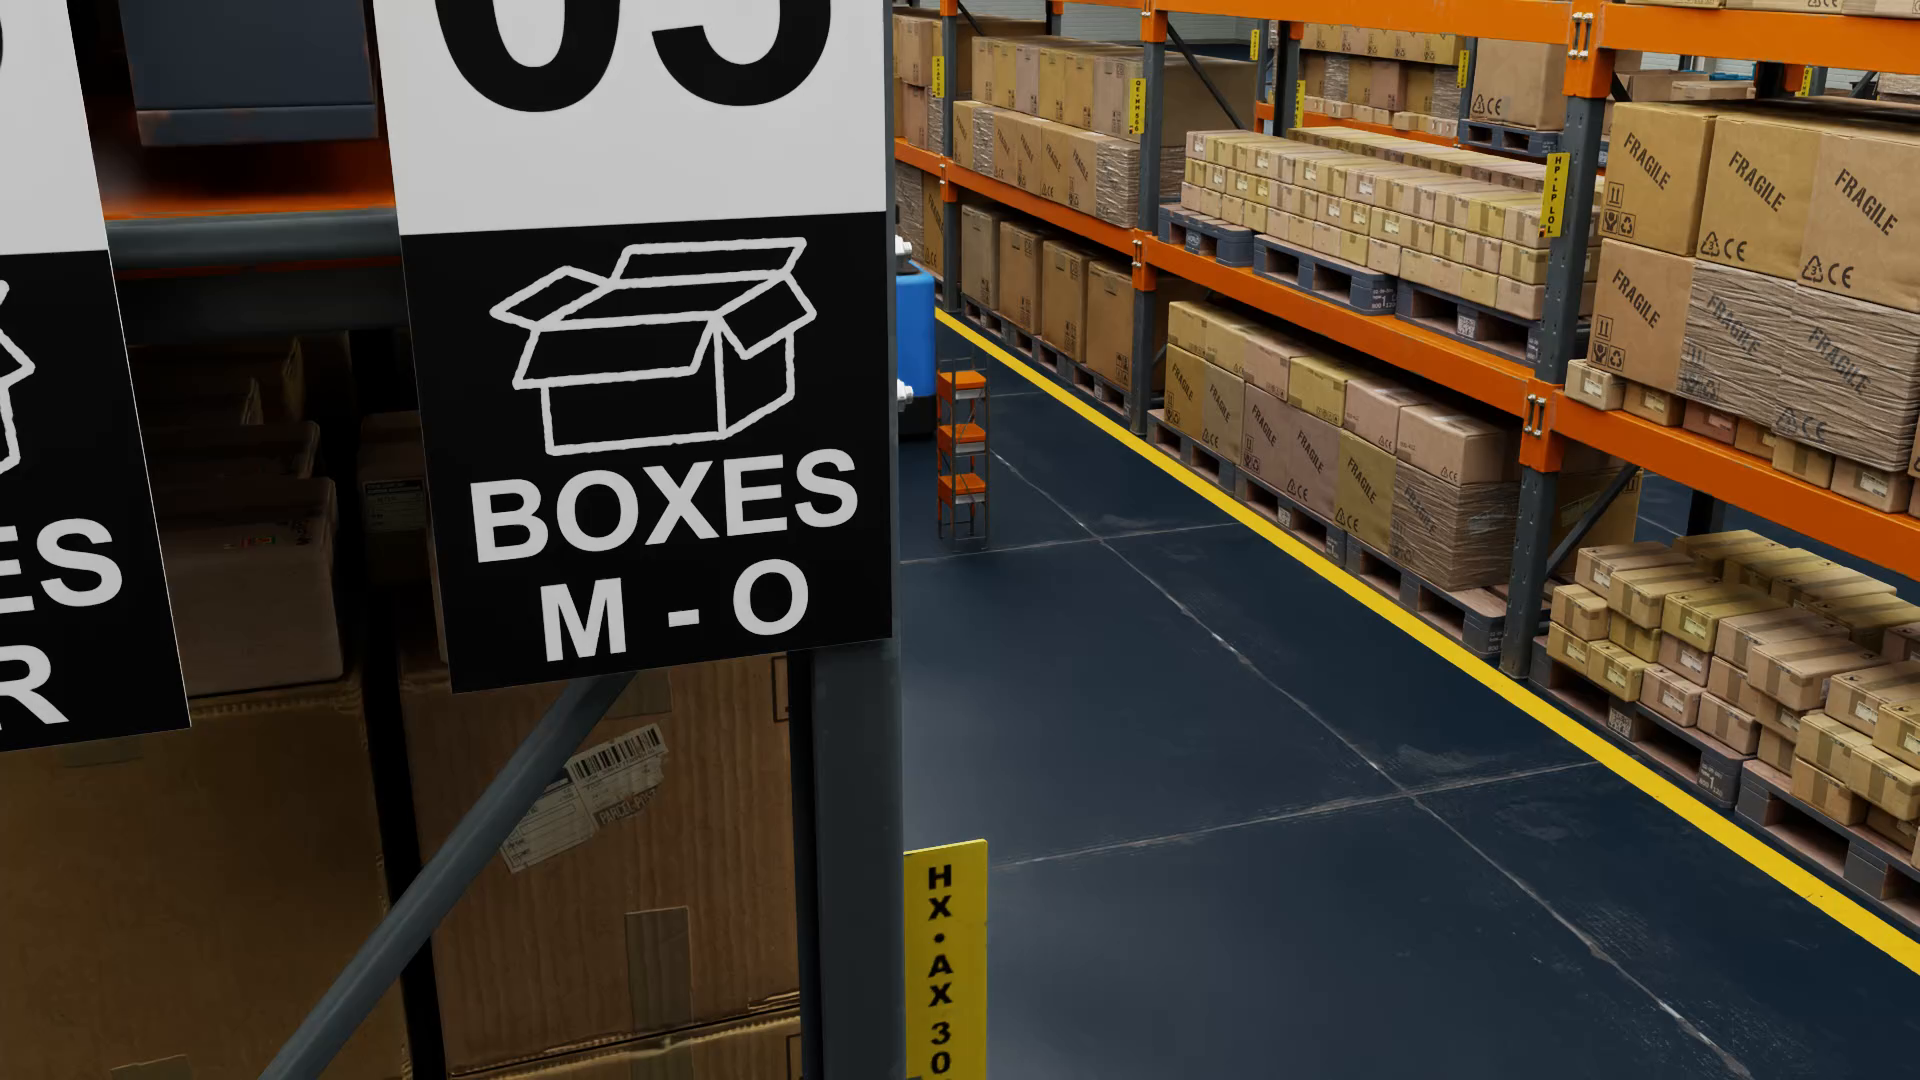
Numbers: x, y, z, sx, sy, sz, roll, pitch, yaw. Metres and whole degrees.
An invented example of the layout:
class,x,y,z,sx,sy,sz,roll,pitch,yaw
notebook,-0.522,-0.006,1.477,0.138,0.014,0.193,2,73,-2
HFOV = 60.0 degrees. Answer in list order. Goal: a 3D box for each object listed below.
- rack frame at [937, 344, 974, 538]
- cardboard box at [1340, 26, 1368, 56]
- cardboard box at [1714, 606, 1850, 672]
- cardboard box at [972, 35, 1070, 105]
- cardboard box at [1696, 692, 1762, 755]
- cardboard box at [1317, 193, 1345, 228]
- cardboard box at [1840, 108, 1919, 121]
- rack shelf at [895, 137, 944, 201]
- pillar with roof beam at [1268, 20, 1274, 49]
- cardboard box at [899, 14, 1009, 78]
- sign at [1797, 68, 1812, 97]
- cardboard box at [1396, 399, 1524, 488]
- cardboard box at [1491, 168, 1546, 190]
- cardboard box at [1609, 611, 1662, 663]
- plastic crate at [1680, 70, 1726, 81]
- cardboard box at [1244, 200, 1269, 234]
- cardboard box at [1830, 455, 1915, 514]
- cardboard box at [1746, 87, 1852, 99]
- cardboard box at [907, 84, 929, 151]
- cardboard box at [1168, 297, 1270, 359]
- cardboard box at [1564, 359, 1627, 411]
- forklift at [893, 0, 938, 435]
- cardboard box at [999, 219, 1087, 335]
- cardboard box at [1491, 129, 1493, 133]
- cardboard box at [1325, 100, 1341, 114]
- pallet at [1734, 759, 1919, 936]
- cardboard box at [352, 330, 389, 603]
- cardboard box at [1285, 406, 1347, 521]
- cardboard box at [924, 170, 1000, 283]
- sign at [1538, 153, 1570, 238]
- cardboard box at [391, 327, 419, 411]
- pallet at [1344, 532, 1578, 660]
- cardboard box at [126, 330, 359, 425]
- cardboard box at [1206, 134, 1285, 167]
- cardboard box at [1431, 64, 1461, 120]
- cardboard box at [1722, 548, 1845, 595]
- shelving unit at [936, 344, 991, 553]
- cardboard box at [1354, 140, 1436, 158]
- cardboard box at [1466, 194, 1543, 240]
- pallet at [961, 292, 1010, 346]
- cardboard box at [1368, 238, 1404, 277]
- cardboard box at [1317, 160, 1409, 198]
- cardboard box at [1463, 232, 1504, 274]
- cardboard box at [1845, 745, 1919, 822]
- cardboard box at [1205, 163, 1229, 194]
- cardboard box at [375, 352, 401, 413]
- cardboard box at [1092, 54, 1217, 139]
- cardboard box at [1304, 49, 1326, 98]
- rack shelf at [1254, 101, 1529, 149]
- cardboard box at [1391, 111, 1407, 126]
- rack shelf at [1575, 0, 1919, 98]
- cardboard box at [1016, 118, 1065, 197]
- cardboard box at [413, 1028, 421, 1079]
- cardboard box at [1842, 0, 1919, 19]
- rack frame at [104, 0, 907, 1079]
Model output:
class,x,y,z,sx,sy,sz,roll,pitch,yaw
rack frame,-0.022,-0.516,8.800,0.200,1.050,0.008,-6,21,-17
cardboard box,4.217,-5.186,16.851,0.500,0.500,0.500,-6,21,-17
cardboard box,3.034,0.378,6.142,0.380,0.149,0.250,-7,21,-19
cardboard box,0.509,-3.796,13.421,0.700,0.500,0.500,-7,21,-18
cardboard box,3.010,0.661,6.236,0.380,0.149,0.250,-7,21,-18
cardboard box,2.061,-1.697,8.515,0.380,0.149,0.250,-6,21,-15
cardboard box,3.434,-1.240,5.865,0.500,0.500,0.500,-7,21,-19
rack shelf,-0.281,-3.741,15.958,1.077,0.370,4.000,-6,21,-17
pillar with roof beam,5.463,-18.655,47.541,9.100,9.000,0.400,-6,21,-17
cardboard box,-0.058,-4.490,15.161,0.875,0.550,0.550,-6,21,-17
sign,5.833,-3.095,11.501,0.100,0.325,0.005,-6,21,-17
cardboard box,2.388,-0.456,7.717,0.500,0.250,0.500,-7,21,-19
cardboard box,2.846,-1.739,8.190,0.380,0.149,0.250,-7,21,-18
cardboard box,2.837,0.356,6.644,0.380,0.149,0.250,-6,21,-17
plastic crate,8.974,-5.543,20.131,0.499,0.251,0.616,-6,21,-17
cardboard box,1.809,-1.809,9.266,0.380,0.149,0.250,-5,20,-15
cardboard box,3.100,-0.209,5.432,0.380,0.149,0.250,-5,20,-15
cardboard box,6.137,-3.062,12.235,0.500,0.500,0.500,-9,22,-24
cardboard box,0.026,-3.799,14.834,0.875,0.550,0.550,-6,21,-17
cardboard box,1.592,-1.281,10.012,0.500,0.250,0.500,-7,21,-20
cardboard box,2.640,-0.626,6.594,0.380,0.149,0.250,-6,21,-15
forklift,-1.043,-2.444,11.384,1.130,2.935,3.031,-6,21,-15
cardboard box,0.928,-2.077,12.967,1.050,0.750,0.750,-6,21,-17
cardboard box,5.240,-3.996,15.977,0.380,0.149,0.250,-6,21,-17
cardboard box,4.093,-4.580,17.602,0.380,0.149,0.250,-6,21,-17
pallet,3.494,1.046,5.691,1.003,0.211,1.213,-6,21,-17
cardboard box,-1.427,-0.160,3.299,0.500,0.500,0.500,-7,21,-18
cardboard box,2.072,-0.432,8.758,0.500,0.500,0.500,-7,21,-18
cardboard box,0.216,-2.844,14.920,0.875,0.875,0.875,-6,21,-16
sign,2.336,-1.355,6.538,0.100,0.325,0.005,-6,21,-17
cardboard box,-0.752,-0.328,2.805,0.380,0.149,0.250,-6,21,-17
pallet,2.616,0.193,8.068,1.003,0.211,1.213,-6,21,-17
cardboard box,-1.170,-0.274,2.656,0.380,0.149,0.250,-7,21,-18
cardboard box,1.653,-2.258,9.637,0.380,0.149,0.250,-7,21,-19
cardboard box,5.005,-4.270,15.779,0.875,0.500,0.500,-6,21,-17
cardboard box,3.339,0.158,6.754,0.380,0.149,0.250,-6,21,-17
shelving unit,0.017,-0.477,8.691,0.215,1.050,0.252,-6,21,-17
cardboard box,2.441,-2.154,9.347,0.380,0.149,0.250,-6,21,-16
cardboard box,2.465,-1.424,7.313,0.380,0.149,0.250,-7,21,-19
pallet,0.662,-1.885,13.853,1.003,0.211,1.213,-6,21,-17
cardboard box,2.219,-1.389,8.095,0.380,0.149,0.250,-7,21,-20
cardboard box,2.055,-1.842,8.478,0.380,0.149,0.250,-7,21,-18
cardboard box,2.465,-1.281,7.355,0.380,0.149,0.250,-6,21,-17
cardboard box,3.166,0.778,5.471,0.380,0.149,0.250,-6,21,-17
cardboard box,1.653,-2.110,9.663,0.380,0.149,0.250,-5,20,-15
cardboard box,-0.767,-0.059,3.018,0.500,0.500,0.500,-7,21,-18
cardboard box,1.313,-2.979,11.145,0.700,0.500,0.500,-7,21,-18
cardboard box,4.248,-5.075,18.022,0.875,0.500,0.500,-6,21,-17
rack shelf,4.459,-4.235,17.334,1.077,0.370,4.000,-6,21,-17
cardboard box,4.512,-4.182,16.494,0.380,0.149,0.250,-6,21,-17
rack shelf,3.491,-1.301,4.729,1.077,0.370,4.000,-6,21,-17
cardboard box,0.731,-2.801,12.131,0.500,0.500,0.500,-6,21,-16
cardboard box,-0.951,0.798,2.109,0.500,0.500,0.500,-6,21,-17
cardboard box,3.068,-1.706,5.012,0.500,0.250,0.500,-5,20,-15
rack frame,-0.551,0.972,1.772,0.949,2.616,0.053,-6,21,-17
